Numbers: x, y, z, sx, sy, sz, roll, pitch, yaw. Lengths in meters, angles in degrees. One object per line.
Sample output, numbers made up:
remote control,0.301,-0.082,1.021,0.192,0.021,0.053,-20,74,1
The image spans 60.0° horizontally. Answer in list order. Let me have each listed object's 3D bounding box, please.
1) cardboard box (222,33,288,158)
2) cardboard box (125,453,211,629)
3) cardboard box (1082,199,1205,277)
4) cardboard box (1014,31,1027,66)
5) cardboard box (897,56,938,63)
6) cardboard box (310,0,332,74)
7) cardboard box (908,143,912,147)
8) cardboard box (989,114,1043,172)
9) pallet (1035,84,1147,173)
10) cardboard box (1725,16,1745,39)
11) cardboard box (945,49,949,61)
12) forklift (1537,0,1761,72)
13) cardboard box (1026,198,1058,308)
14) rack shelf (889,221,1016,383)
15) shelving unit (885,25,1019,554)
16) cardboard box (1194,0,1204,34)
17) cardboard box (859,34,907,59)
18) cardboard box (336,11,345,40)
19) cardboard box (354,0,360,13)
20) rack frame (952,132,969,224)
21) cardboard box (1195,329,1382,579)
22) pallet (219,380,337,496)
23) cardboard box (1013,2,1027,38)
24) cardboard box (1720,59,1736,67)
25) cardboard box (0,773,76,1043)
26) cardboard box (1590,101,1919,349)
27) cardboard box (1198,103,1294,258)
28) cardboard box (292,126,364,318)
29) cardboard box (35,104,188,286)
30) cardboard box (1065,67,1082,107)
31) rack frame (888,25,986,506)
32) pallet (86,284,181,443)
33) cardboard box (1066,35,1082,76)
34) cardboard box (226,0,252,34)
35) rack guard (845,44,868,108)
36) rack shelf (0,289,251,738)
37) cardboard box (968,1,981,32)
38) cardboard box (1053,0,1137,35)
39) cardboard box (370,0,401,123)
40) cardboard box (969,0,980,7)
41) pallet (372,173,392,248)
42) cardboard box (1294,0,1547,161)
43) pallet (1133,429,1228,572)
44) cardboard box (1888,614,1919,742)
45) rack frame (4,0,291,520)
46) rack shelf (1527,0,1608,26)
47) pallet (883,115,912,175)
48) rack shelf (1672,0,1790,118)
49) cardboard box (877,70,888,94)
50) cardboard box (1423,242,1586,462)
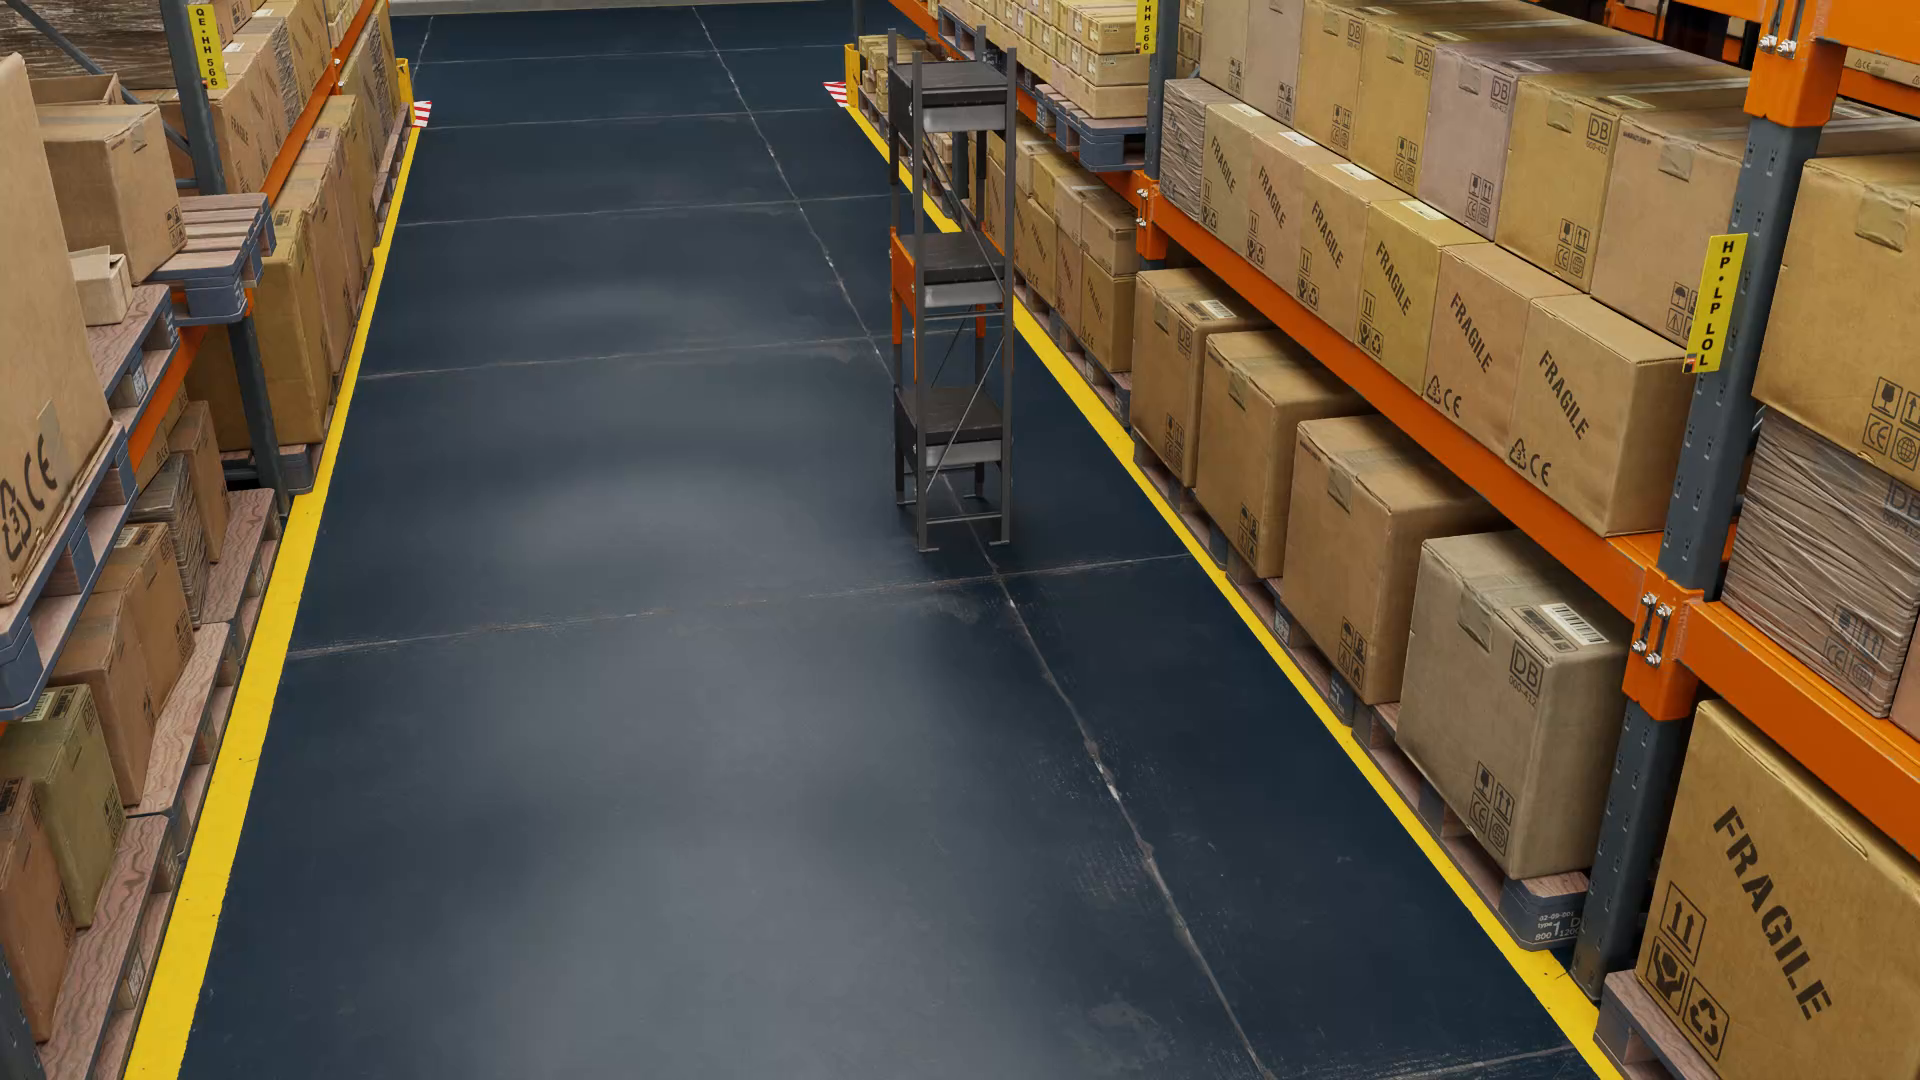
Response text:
cardboard box,-3.591,-2.147,8.063,0.500,0.500,0.500,-6,27,-13
cardboard box,-3.201,0.043,6.121,0.700,0.500,0.500,-8,28,-16
cardboard box,0.936,-1.550,8.467,0.500,0.250,0.500,-7,28,-13
cardboard box,0.503,-2.679,9.041,0.380,0.149,0.250,-5,27,-10
cardboard box,-0.369,-3.842,13.571,0.380,0.149,0.250,-5,27,-10
cardboard box,-4.039,-3.034,9.820,0.500,0.500,0.500,-6,27,-11
cardboard box,-0.209,-3.132,12.825,0.380,0.149,0.250,-6,27,-12
cardboard box,0.476,-2.447,10.246,0.500,0.250,0.500,-5,27,-10
pallet,1.082,-2.086,8.267,1.213,0.211,1.003,-6,27,-12
cardboard box,5.305,-3.432,10.888,0.500,0.250,0.500,-6,27,-12
cardboard box,0.089,-4.018,13.920,0.380,0.149,0.250,-7,28,-14
forklift,3.381,-1.908,7.777,1.130,2.935,3.031,-7,28,-14
cardboard box,0.695,-1.662,9.523,0.500,0.500,0.500,-7,28,-14
rack shelf,-0.037,-0.998,6.927,0.431,0.518,0.480,-6,27,-12
shelving unit,-0.037,-1.010,6.921,0.431,2.100,0.503,-6,27,-12
cardboard box,1.367,-2.551,8.128,0.380,0.149,0.250,-7,28,-13
cardboard box,-0.670,-4.298,14.473,0.380,0.149,0.250,-7,28,-14
cardboard box,-4.212,-3.333,10.804,0.380,0.149,0.250,-7,28,-13
cardboard box,-4.446,-3.787,11.703,0.380,0.149,0.250,-6,27,-11
rack frame,0.445,-3.626,11.105,1.000,3.000,0.127,-6,27,-12
cardboard box,1.596,-0.393,6.730,1.050,0.750,0.750,-6,27,-11
pallet,-3.613,-0.519,8.045,1.003,0.211,1.213,-6,27,-12
cardboard box,0.498,-2.815,8.980,0.380,0.149,0.250,-5,27,-10
cardboard box,5.673,-2.752,11.265,0.875,0.875,0.875,-5,27,-10
cardboard box,-2.725,0.993,4.239,0.700,0.500,0.500,-8,28,-16
cardboard box,2.130,-0.822,4.329,0.700,0.500,0.500,-6,27,-12
cardboard box,1.301,-1.467,6.716,0.500,0.500,0.500,-6,27,-12
cardboard box,-4.045,-1.734,9.249,1.225,0.875,0.875,-7,28,-13
cardboard box,-3.125,-1.175,5.671,0.700,0.500,0.500,-2,27,-4
cardboard box,0.733,-2.224,8.140,0.380,0.149,0.250,-6,27,-12
rack frame,-0.092,-1.117,7.133,0.400,2.100,0.015,-6,27,-12
pallet,-3.023,-0.460,5.045,1.003,0.211,1.213,-6,27,-12
cardboard box,0.729,-2.366,8.090,0.380,0.149,0.250,-5,27,-10
cardboard box,-3.960,-2.806,8.255,0.797,0.503,0.637,-5,27,-10
rack guard,-0.440,-4.233,15.081,1.175,0.500,0.348,-6,27,-12
rack shelf,-3.058,-0.211,5.138,1.077,0.370,4.000,-6,27,-12
cardboard box,0.261,-3.140,9.955,0.380,0.149,0.250,-6,27,-11
cardboard box,0.675,-2.605,8.234,0.380,0.149,0.250,-5,27,-10
cardboard box,-5.090,-3.889,13.517,0.875,0.875,0.875,-6,27,-12
cardboard box,0.263,-3.273,9.889,0.380,0.149,0.250,-7,28,-14
pallet,-4.506,-2.263,11.500,1.003,0.211,1.213,-6,27,-12
cardboard box,1.671,-1.716,6.100,0.700,0.500,0.500,-6,27,-12
pallet,1.450,-0.271,7.553,1.003,0.211,1.213,-6,27,-12
cardboard box,2.488,0.219,3.320,0.875,0.550,0.550,-6,27,-12
rack frame,-3.509,-1.410,6.716,1.000,3.000,0.127,-6,27,-12
rack shelf,4.794,-4.730,14.090,1.077,0.370,4.000,-6,27,-12
pallet,-0.020,-3.209,13.373,1.003,0.211,1.213,-6,27,-12
rack shelf,1.797,-2.010,5.372,1.077,0.370,4.000,-6,27,-12
cardboard box,-0.489,-3.825,13.867,0.380,0.149,0.250,-5,27,-10
cardboard box,1.756,-0.582,4.963,0.500,0.500,0.500,-6,27,-12
